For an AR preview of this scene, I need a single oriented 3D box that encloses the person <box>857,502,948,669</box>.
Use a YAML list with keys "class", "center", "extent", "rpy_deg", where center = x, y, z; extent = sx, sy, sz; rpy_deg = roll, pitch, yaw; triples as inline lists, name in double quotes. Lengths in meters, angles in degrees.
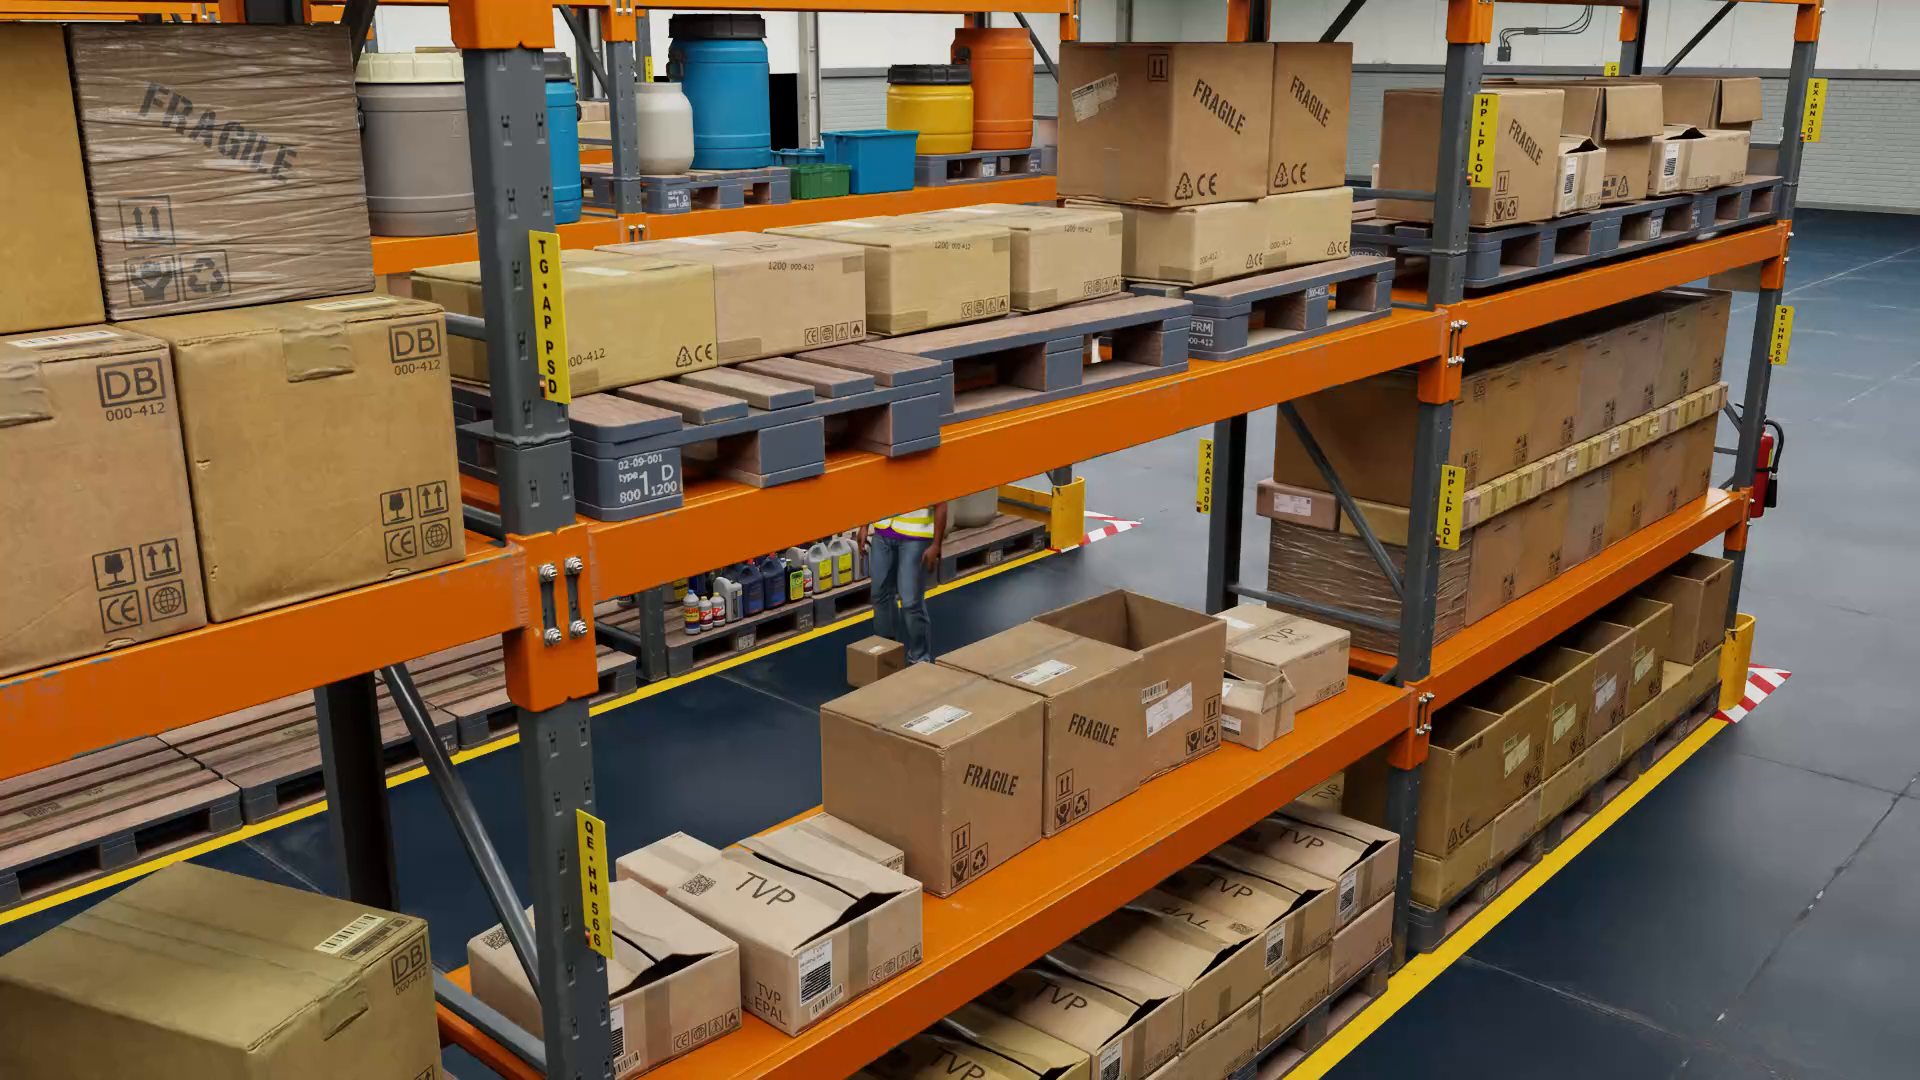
- class: "person"
  center: [-0.364, -0.015, 10.062]
  extent: [0.633, 1.759, 0.462]
  rpy_deg: [13, 21, 37]
